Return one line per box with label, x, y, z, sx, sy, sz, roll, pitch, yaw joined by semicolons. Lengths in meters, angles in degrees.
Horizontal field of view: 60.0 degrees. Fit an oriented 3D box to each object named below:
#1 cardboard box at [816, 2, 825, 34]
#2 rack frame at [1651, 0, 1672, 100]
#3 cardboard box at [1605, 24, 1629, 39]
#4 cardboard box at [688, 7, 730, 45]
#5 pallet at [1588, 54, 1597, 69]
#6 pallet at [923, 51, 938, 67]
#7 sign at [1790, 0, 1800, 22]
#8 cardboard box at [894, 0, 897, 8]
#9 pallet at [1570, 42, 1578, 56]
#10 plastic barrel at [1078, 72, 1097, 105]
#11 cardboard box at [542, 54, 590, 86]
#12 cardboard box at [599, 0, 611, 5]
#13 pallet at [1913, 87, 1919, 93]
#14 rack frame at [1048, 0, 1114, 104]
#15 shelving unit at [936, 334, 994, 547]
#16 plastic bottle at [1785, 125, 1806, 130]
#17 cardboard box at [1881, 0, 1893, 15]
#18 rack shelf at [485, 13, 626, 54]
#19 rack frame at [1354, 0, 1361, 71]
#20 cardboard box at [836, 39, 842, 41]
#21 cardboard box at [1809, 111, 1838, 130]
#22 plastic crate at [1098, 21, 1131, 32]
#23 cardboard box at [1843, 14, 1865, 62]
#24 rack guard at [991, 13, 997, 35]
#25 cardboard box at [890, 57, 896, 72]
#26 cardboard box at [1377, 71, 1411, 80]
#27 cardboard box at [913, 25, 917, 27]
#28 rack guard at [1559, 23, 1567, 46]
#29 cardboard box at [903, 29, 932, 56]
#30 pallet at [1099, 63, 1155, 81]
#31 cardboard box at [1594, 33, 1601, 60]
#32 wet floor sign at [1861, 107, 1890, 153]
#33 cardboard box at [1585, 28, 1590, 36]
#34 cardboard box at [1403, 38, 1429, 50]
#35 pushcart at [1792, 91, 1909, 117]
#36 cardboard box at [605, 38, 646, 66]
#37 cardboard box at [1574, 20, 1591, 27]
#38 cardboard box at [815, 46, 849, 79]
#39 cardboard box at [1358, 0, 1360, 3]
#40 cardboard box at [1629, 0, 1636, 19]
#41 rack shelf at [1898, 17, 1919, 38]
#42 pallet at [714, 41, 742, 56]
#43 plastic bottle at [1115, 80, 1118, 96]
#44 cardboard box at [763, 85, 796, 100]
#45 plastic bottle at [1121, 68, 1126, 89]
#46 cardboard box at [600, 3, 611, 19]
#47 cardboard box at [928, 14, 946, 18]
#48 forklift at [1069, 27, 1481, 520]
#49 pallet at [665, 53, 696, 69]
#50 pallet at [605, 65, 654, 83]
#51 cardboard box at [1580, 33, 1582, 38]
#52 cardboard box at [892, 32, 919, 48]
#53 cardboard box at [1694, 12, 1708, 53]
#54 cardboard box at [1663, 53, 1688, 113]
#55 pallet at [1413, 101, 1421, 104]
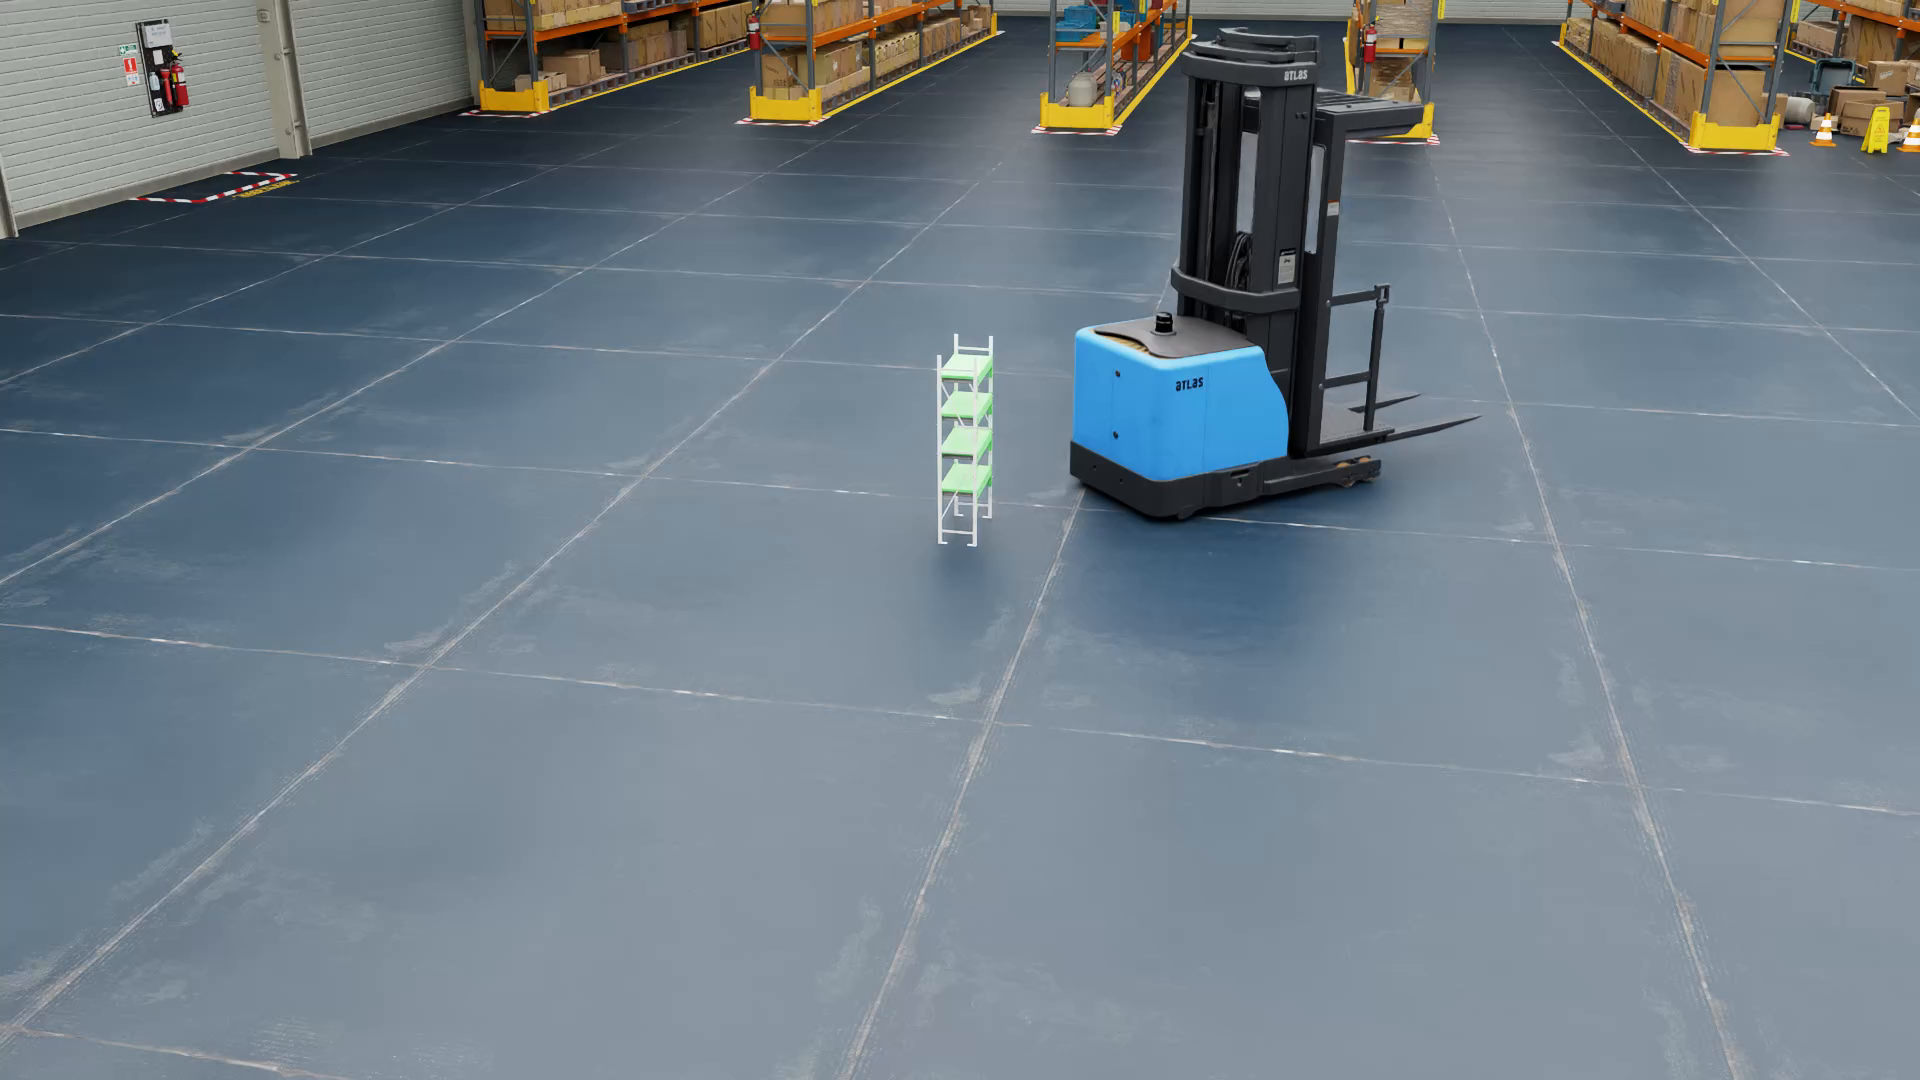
cardboard box;-2.706;-8.896;28.292;0.700;0.500;0.500;5;22;12
rack frame;12.432;-8.778;28.135;1.000;3.000;0.127;4;22;11
cardboard box;13.343;-10.265;33.606;0.500;0.250;0.500;5;22;12
cardboard box;-5.670;-11.566;37.371;0.750;0.750;0.750;4;22;11
pallet;13.907;-10.126;35.213;1.003;0.211;1.213;4;22;11
pallet;-1.094;-10.389;35.868;1.003;0.211;1.213;4;22;11
sign;12.158;-7.709;24.216;0.100;0.325;0.005;4;22;11
cardboard box;-1.489;-10.826;33.554;0.380;0.149;0.250;6;23;15
pallet;14.414;-11.107;37.648;1.003;0.211;1.213;4;22;11
plastic barrel;2.094;-7.579;27.924;0.421;0.512;0.421;0;22;0
cardboard box;-7.222;-8.627;30.516;0.700;0.500;0.500;3;22;8
cardboard box;-6.840;-10.234;30.920;0.500;0.500;0.500;4;22;11
pallet;17.703;-7.877;29.629;1.003;0.211;1.213;4;22;11
rack frame;1.932;-8.108;26.471;1.000;3.000;0.127;4;22;11
shelving unit;0.034;-0.617;10.280;0.258;1.200;0.503;4;22;11
plastic bottle;13.458;-6.648;26.779;0.283;0.061;0.133;-3;22;-8
cardboard box;18.053;-10.224;31.925;0.500;0.250;0.500;5;22;12
rack shelf;-7.358;-9.261;30.296;1.077;0.370;4.000;4;22;11
rack frame;8.414;-10.656;32.798;1.000;3.000;0.127;4;22;11
cardboard box;-2.501;-9.071;30.977;0.500;0.500;0.500;4;22;11
cardboard box;13.885;-6.741;26.736;0.396;0.266;0.258;8;23;20
plastic crate;2.665;-8.836;28.630;0.530;0.136;0.437;4;22;11
cardboard box;18.883;-10.340;34.295;0.875;0.875;0.875;5;23;13
rack guard;0.333;-13.151;42.339;1.175;0.500;0.348;4;22;11
cardboard box;-1.566;-9.374;32.733;0.500;0.250;0.500;4;22;9
cardboard box;7.317;-7.642;28.098;0.500;0.500;0.500;2;22;6
cardboard box;-1.217;-11.007;36.425;0.500;0.500;0.500;4;22;9
rack guard;14.865;-11.980;39.430;1.175;0.500;0.348;4;22;11
cardboard box;-0.911;-10.602;35.420;0.500;0.500;0.500;5;23;13
pallet;3.369;-9.460;33.560;1.003;0.211;1.213;4;22;11
cardboard box;13.548;-10.296;34.687;0.500;0.500;0.500;5;23;13
wet floor sign;13.549;-6.062;24.541;0.267;0.644;0.232;1;22;2
cardboard box;13.896;-11.099;36.354;0.380;0.149;0.250;5;22;12
cardboard box;7.073;-7.700;25.794;0.380;0.149;0.250;4;22;11
pushcart;15.057;-7.377;28.166;1.648;0.377;0.936;-3;22;-8
cardboard box;-6.760;-9.834;33.513;0.700;0.500;0.500;4;22;10
cardboard box;14.357;-11.860;38.245;0.380;0.149;0.250;3;22;8
cardboard box;-2.280;-8.482;29.513;0.500;0.500;0.500;4;22;11
cardboard box;8.482;-11.274;34.198;0.500;0.500;0.500;4;22;9
cardboard box;12.792;-9.958;30.930;0.500;0.500;0.500;4;22;10
rack shelf;17.707;-8.836;29.240;1.077;0.370;4.000;4;22;11
pallet;-5.648;-11.223;37.938;1.003;0.211;1.213;4;22;11
plastic bottle;2.698;-7.848;28.888;0.097;0.271;0.097;0;22;0
cardboard box;-3.096;-7.625;28.390;0.500;0.250;0.500;4;22;11
plastic bottle;2.899;-8.289;29.876;0.144;0.351;0.185;4;22;9
cardboard box;-6.860;-9.888;31.064;0.500;0.250;0.500;5;22;11
cardboard box;-0.629;-12.150;39.264;0.500;0.500;0.500;4;22;11
forklift;2.279;-1.875;11.086;3.031;2.935;1.130;-12;25;-28
pallet;-6.295;-10.210;35.422;1.003;0.211;1.213;4;22;11
pallet;-6.793;-9.318;33.206;1.003;0.211;1.213;4;22;11
cardboard box;14.153;-11.329;37.323;0.380;0.149;0.250;3;22;8
cardboard box;-1.149;-10.382;34.484;0.500;0.311;0.500;5;22;12
cardboard box;11.738;-7.727;25.324;0.875;0.550;0.550;4;22;11
cardboard box;12.055;-7.433;27.076;0.875;0.875;0.875;5;22;11
pallet;7.248;-7.204;27.959;1.003;0.211;1.213;4;22;11
